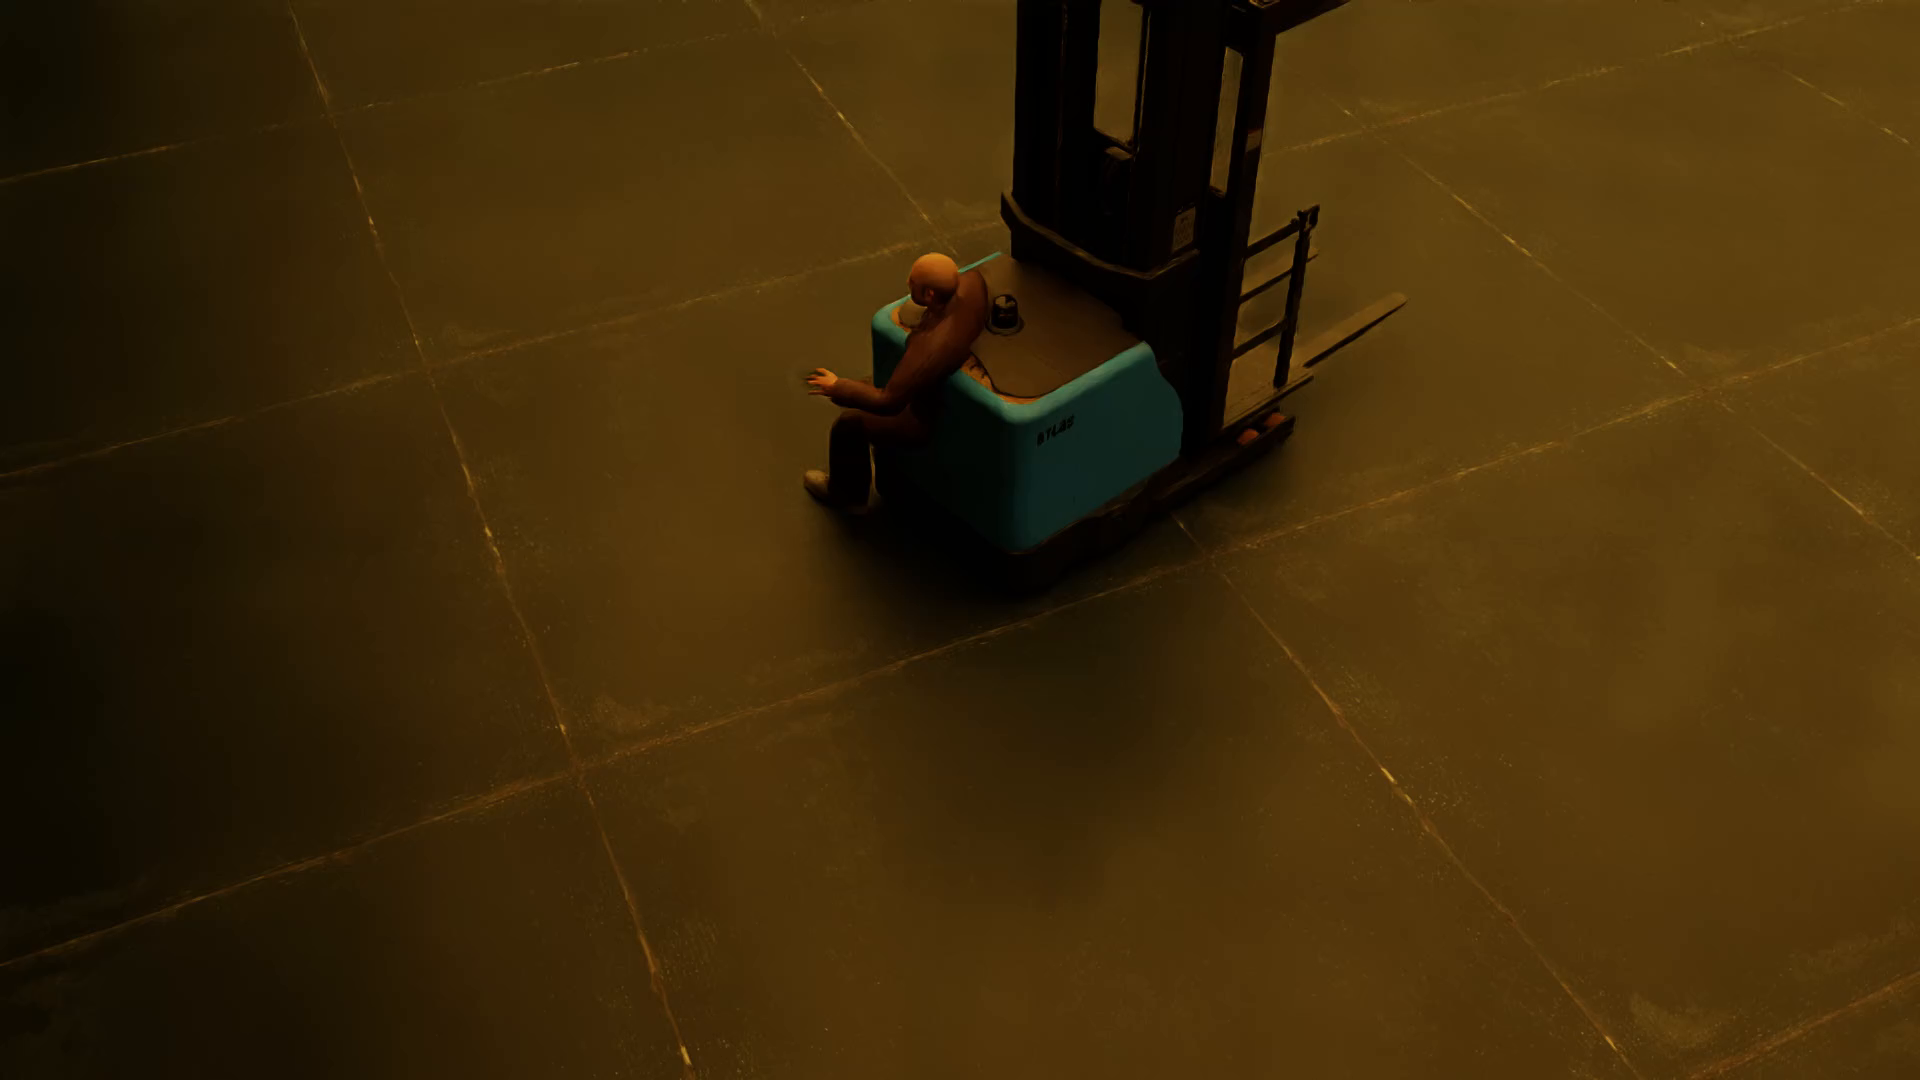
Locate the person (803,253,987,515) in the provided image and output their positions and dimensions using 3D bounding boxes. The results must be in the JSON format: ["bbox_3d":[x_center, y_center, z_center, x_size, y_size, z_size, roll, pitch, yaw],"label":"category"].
[{"bbox_3d":[-0.341,-0.695,7.475,0.892,1.540,0.963,10,44,10],"label":"person"}]

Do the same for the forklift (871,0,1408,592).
[{"bbox_3d":[1.036,-1.701,7.502,3.031,2.935,1.130,-31,51,-29],"label":"forklift"}]
